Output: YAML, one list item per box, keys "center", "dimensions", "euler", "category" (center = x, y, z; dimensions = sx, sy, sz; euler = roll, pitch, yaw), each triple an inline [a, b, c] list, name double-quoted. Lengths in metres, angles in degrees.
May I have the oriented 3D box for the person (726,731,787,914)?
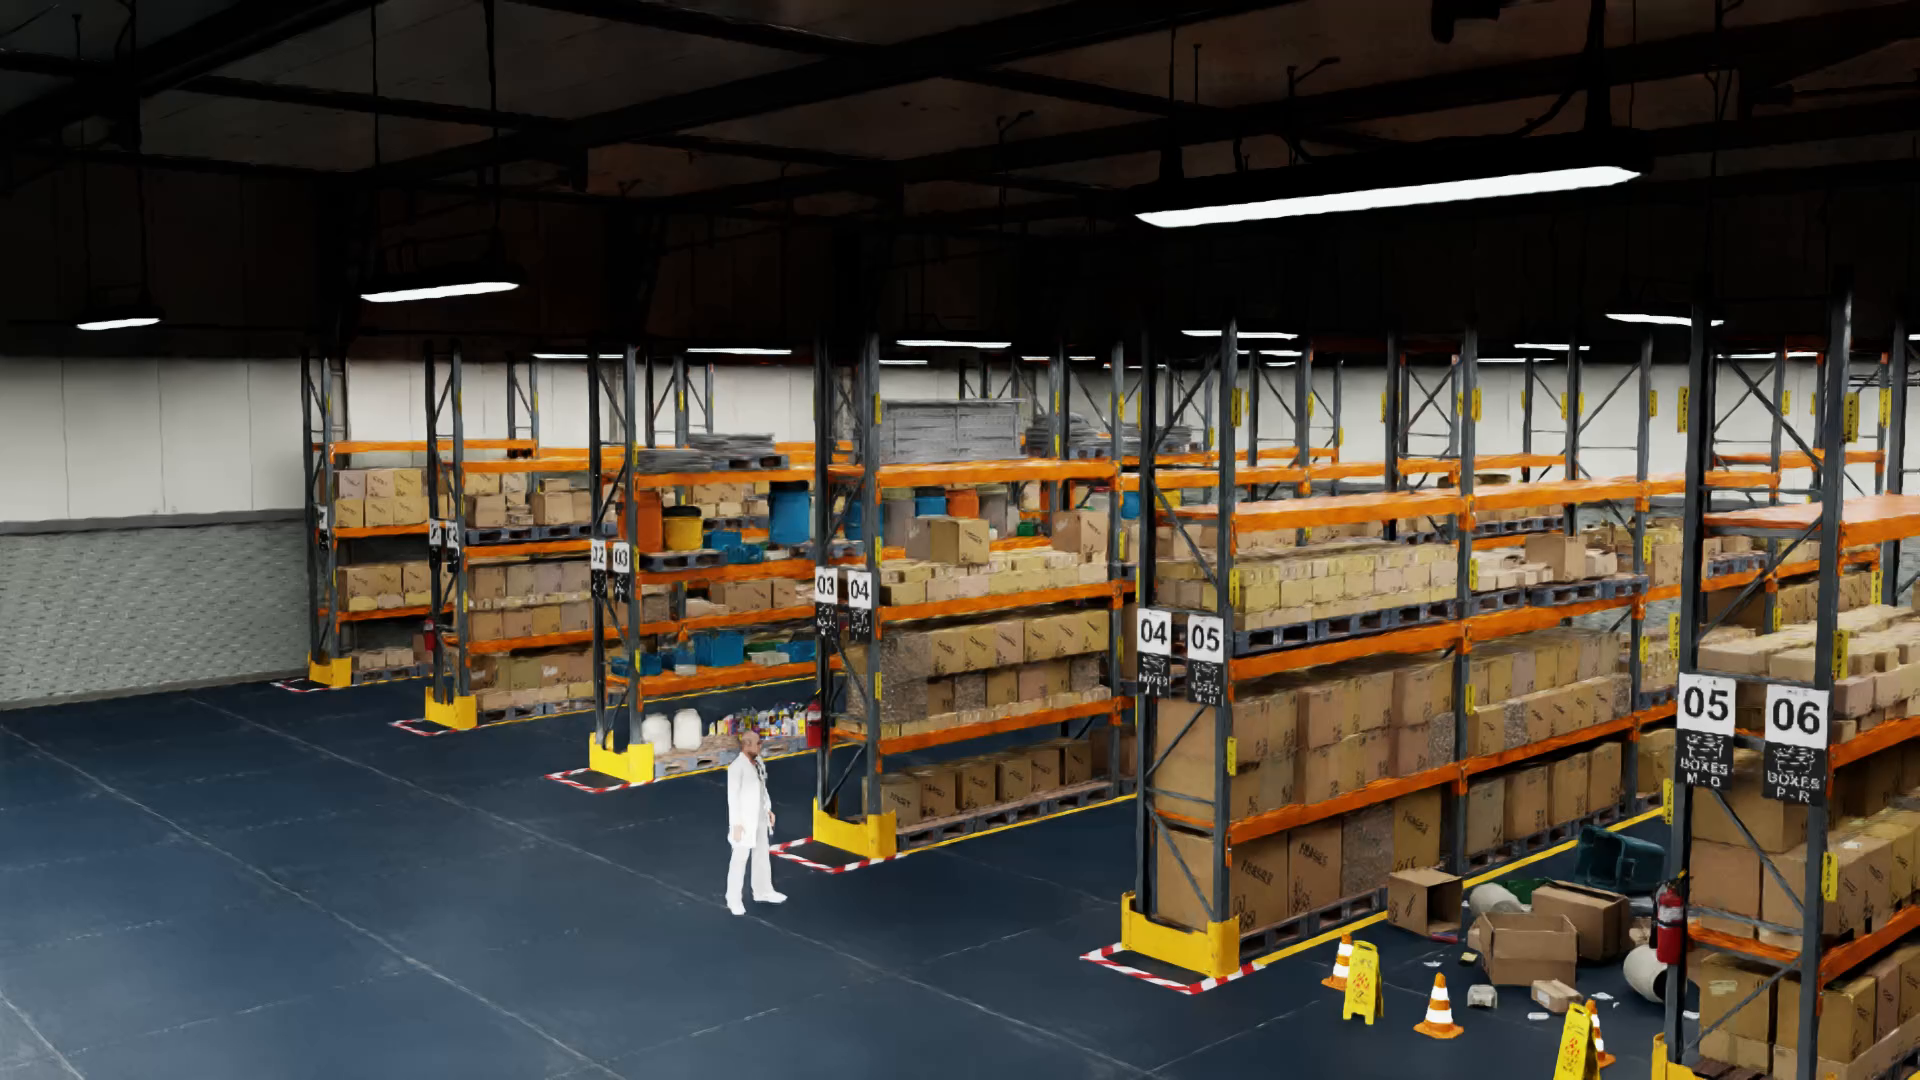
- center: [-2.060, 2.794, 16.644]
  dimensions: [0.522, 1.790, 0.652]
  euler: [2, 6, 25]
  category: "person"
